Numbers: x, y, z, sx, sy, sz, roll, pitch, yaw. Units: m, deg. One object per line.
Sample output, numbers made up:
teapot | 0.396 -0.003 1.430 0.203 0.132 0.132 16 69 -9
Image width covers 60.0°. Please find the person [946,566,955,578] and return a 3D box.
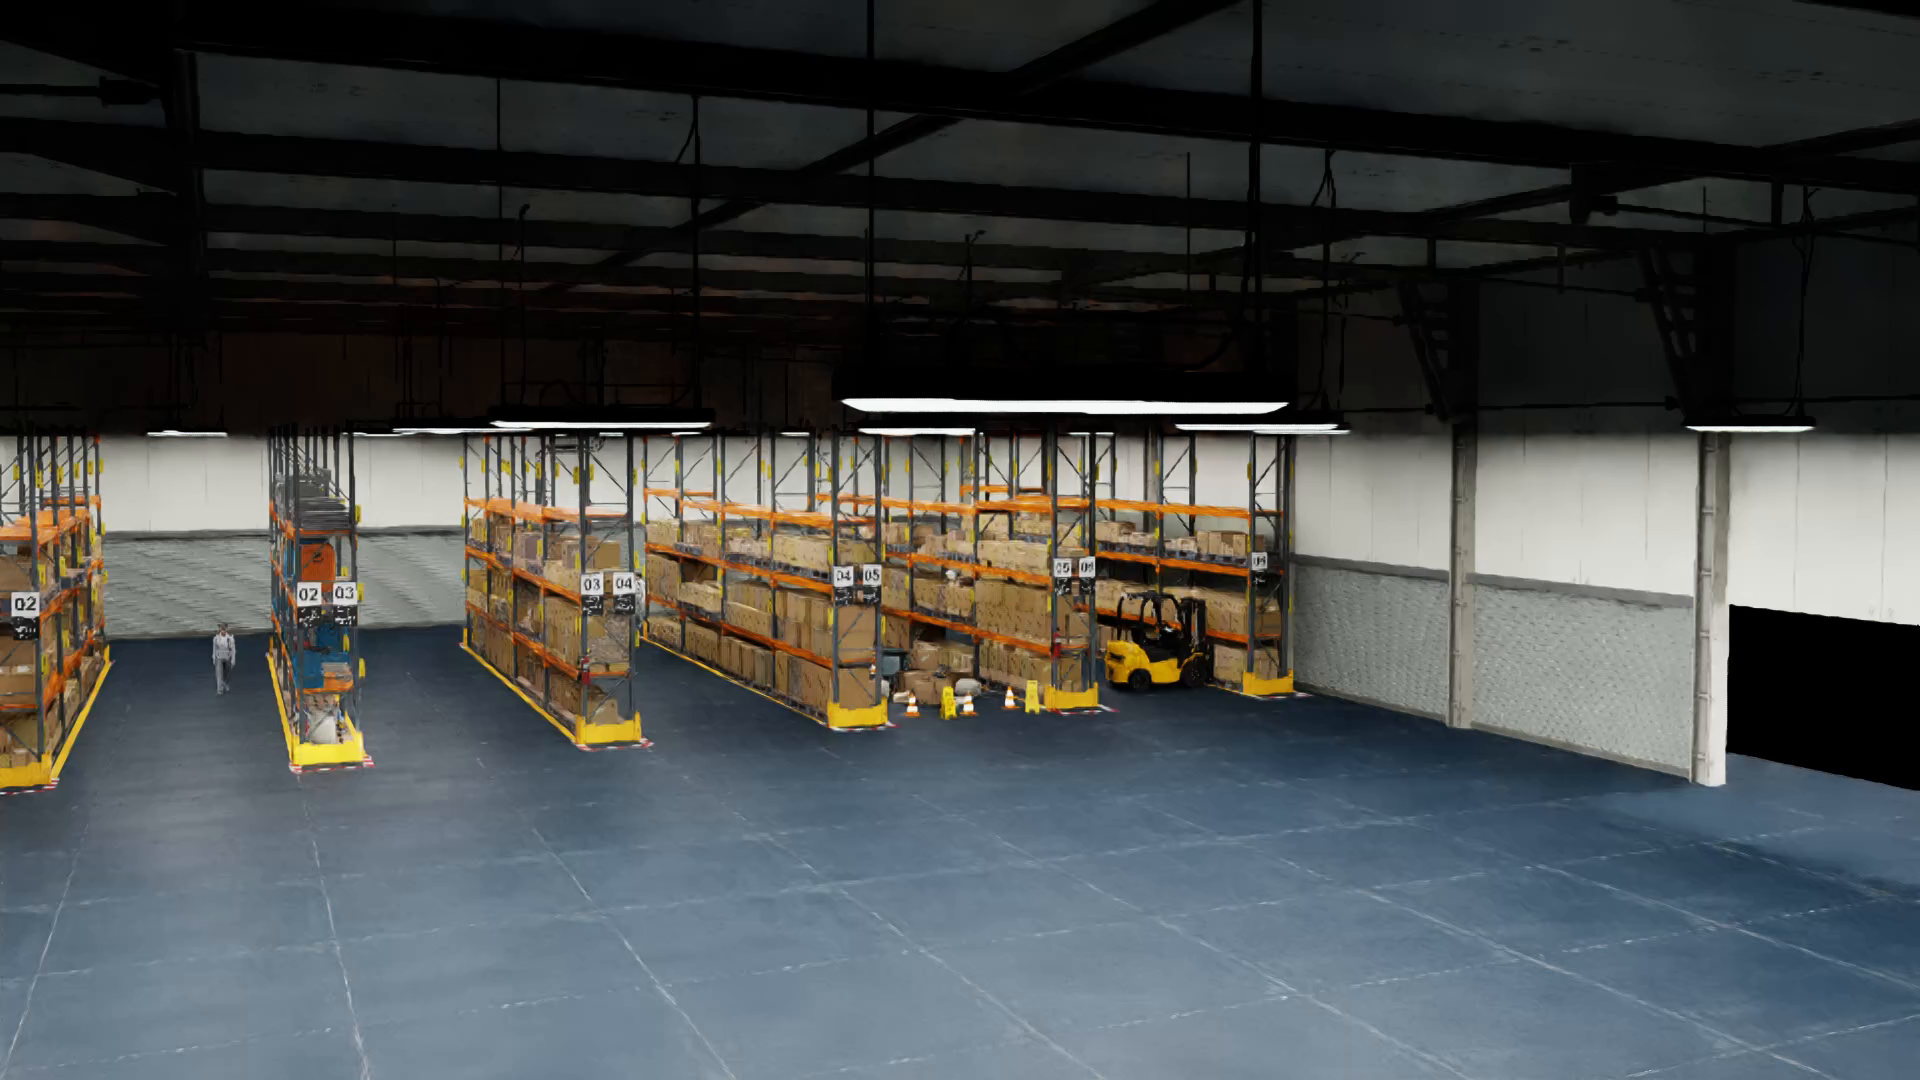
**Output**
person | -0.378 1.579 53.649 0.661 1.758 0.550 2 4 34

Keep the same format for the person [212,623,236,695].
person | -16.486 2.631 37.276 0.486 1.590 1.089 -2 4 -26

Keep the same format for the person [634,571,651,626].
person | -9.714 1.785 50.763 0.638 1.659 0.459 2 4 35
